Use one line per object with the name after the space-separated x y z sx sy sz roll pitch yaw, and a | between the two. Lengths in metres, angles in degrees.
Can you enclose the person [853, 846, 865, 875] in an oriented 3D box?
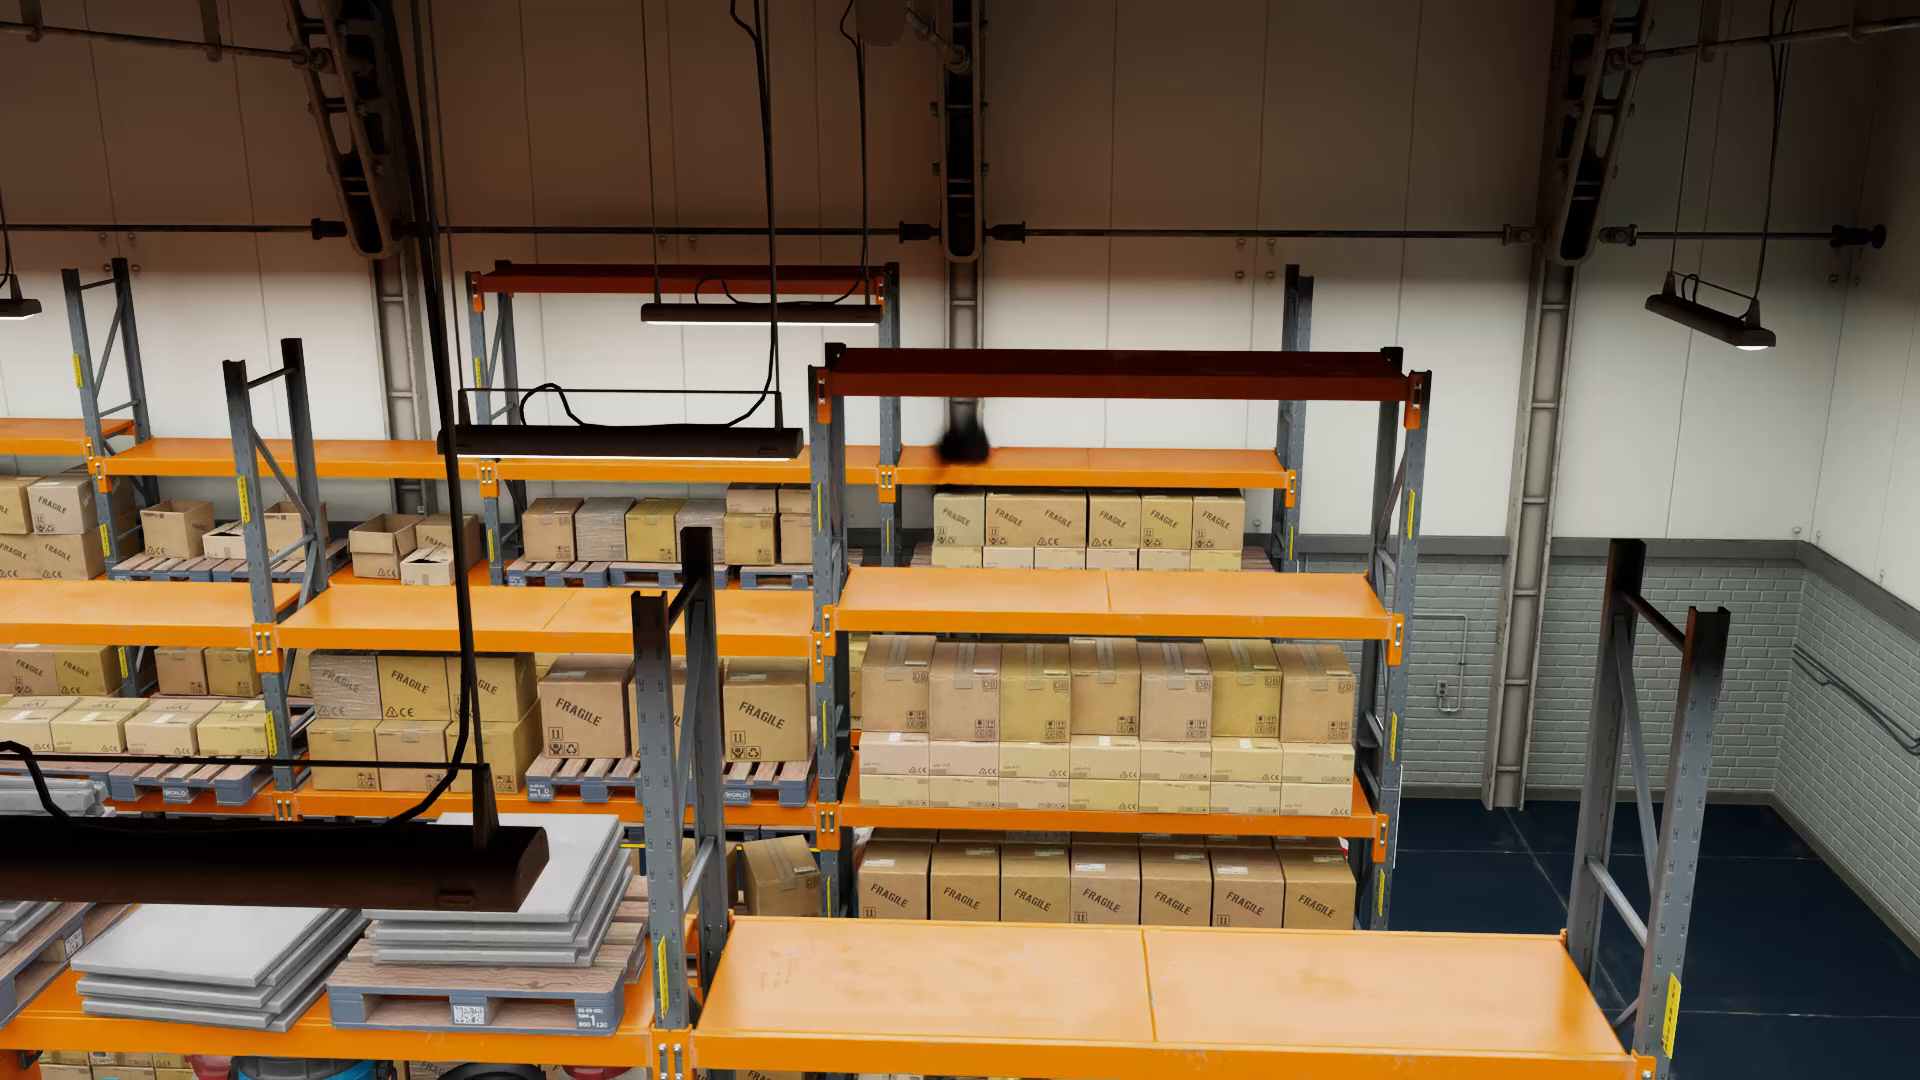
-0.791 2.660 15.249 0.431 1.015 0.724 6 17 20 | person
